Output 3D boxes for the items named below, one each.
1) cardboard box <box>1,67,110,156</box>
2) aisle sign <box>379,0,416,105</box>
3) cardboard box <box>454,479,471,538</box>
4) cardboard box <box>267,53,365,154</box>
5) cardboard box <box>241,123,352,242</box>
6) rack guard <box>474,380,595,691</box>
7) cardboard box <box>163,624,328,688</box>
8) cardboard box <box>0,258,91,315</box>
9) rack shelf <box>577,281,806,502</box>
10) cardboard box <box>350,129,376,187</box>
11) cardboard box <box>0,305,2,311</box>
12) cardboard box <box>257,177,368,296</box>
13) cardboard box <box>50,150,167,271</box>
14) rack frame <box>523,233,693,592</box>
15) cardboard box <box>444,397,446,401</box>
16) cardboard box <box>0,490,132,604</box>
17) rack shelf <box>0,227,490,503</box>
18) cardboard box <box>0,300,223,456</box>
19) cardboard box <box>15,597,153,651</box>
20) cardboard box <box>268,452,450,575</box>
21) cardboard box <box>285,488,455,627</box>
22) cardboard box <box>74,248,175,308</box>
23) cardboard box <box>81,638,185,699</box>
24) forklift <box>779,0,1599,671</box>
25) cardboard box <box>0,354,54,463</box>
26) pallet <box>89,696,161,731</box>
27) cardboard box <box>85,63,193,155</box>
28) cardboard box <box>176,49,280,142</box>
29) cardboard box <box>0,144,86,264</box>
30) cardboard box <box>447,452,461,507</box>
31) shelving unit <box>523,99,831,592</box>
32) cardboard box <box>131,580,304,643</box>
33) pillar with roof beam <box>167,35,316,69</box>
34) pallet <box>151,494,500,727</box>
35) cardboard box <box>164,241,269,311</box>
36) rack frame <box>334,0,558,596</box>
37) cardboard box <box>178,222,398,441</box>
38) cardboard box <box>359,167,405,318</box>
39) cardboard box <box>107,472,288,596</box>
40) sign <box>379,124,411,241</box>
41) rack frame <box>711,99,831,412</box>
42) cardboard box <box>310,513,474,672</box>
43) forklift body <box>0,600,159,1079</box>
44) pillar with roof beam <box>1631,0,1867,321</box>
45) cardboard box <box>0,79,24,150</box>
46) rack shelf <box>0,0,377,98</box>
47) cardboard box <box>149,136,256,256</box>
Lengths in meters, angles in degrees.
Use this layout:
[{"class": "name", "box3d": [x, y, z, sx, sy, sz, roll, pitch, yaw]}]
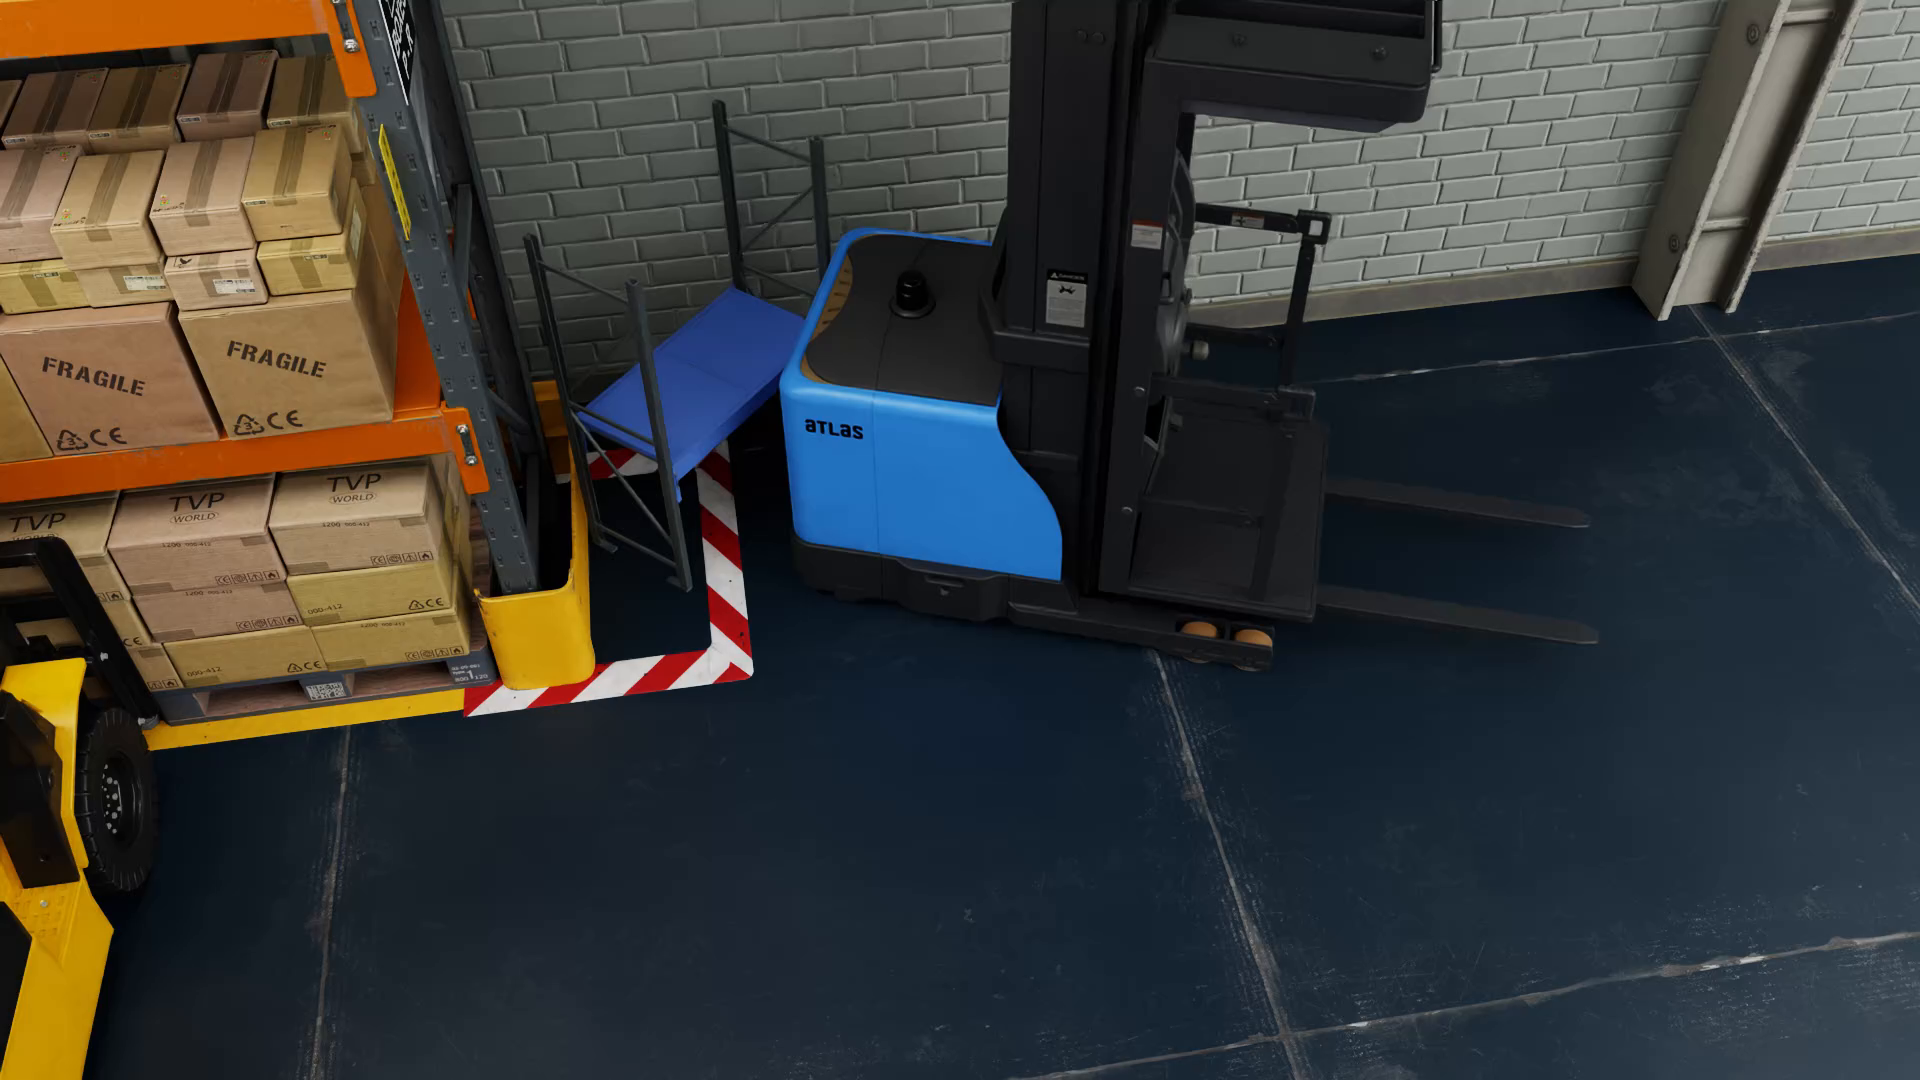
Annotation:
[{"class": "cardboard box", "box3d": [-2.797, -1.306, 5.199, 0.250, 0.149, 0.380, -7, 46, -7]}, {"class": "aisle sign", "box3d": [-1.547, -1.605, 4.408, 0.004, 0.787, 0.394, -7, 46, -7]}, {"class": "cardboard box", "box3d": [-2.179, -0.174, 6.452, 0.500, 0.250, 0.500, -7, 46, -7]}, {"class": "cardboard box", "box3d": [-2.030, -1.377, 5.267, 0.250, 0.149, 0.380, -8, 47, -8]}, {"class": "cardboard box", "box3d": [-1.979, -1.073, 4.975, 0.250, 0.149, 0.380, -7, 46, -7]}, {"class": "rack guard", "box3d": [-1.638, -0.039, 6.441, 0.348, 0.500, 1.175, -7, 46, -7]}, {"class": "cardboard box", "box3d": [-2.563, 0.241, 6.053, 0.500, 0.250, 0.500, -7, 46, -7]}, {"class": "cardboard box", "box3d": [-2.715, -0.859, 4.975, 0.250, 0.149, 0.380, -7, 47, -7]}, {"class": "rack shelf", "box3d": [-0.995, -0.604, 6.541, 0.538, 0.185, 1.000, 25, 51, 22]}, {"class": "cardboard box", "box3d": [-2.041, -1.306, 5.405, 0.250, 0.149, 0.380, -8, 47, -8]}, {"class": "cardboard box", "box3d": [-2.970, -0.792, 4.911, 0.250, 0.149, 0.380, -8, 47, -8]}, {"class": "cardboard box", "box3d": [-1.956, -0.922, 5.036, 0.250, 0.149, 0.380, -6, 46, -6]}, {"class": "cardboard box", "box3d": [-2.470, -0.969, 4.875, 0.250, 0.149, 0.380, -6, 46, -6]}, {"class": "rack frame", "box3d": [-1.272, -0.422, 6.115, 0.500, 1.500, 0.032, 25, 51, 22]}, {"class": "cardboard box", "box3d": [-2.168, -0.518, 6.089, 0.500, 0.250, 0.500, -8, 47, -7]}, {"class": "cardboard box", "box3d": [-3.060, -0.028, 5.618, 0.500, 0.250, 0.500, -7, 46, -6]}, {"class": "rack shelf", "box3d": [-3.633, -0.408, 5.560, 4.000, 0.370, 1.077, -7, 46, -7]}, {"class": "cardboard box", "box3d": [-2.615, -0.634, 5.209, 0.500, 0.500, 0.500, -6, 46, -6]}, {"class": "cardboard box", "box3d": [-3.090, 0.145, 5.798, 0.500, 0.250, 0.500, -8, 47, -8]}, {"class": "cardboard box", "box3d": [-2.063, -0.164, 5.749, 0.500, 0.250, 0.500, -6, 46, -5]}, {"class": "cardboard box", "box3d": [-2.088, 0.013, 5.925, 0.500, 0.250, 0.500, -8, 47, -7]}, {"class": "cardboard box", "box3d": [-2.469, -0.881, 4.996, 0.250, 0.149, 0.380, -6, 46, -6]}, {"class": "cardboard box", "box3d": [-3.057, 0.296, 6.000, 0.500, 0.250, 0.500, -7, 46, -6]}, {"class": "forklift", "box3d": [0.919, -0.943, 5.623, 3.031, 2.935, 1.130, 8, 47, 8]}, {"class": "cardboard box", "box3d": [-3.120, -0.571, 5.148, 0.500, 0.500, 0.500, -8, 47, -8]}, {"class": "pallet", "box3d": [-3.608, 0.335, 6.281, 1.213, 0.211, 1.003, -7, 46, -7]}, {"class": "cardboard box", "box3d": [-2.551, -1.326, 5.218, 0.250, 0.149, 0.380, -6, 46, -6]}, {"class": "cardboard box", "box3d": [-2.302, -1.389, 5.279, 0.250, 0.149, 0.380, -6, 46, -5]}, {"class": "cardboard box", "box3d": [-2.728, -0.992, 4.896, 0.250, 0.149, 0.380, -7, 46, -7]}, {"class": "cardboard box", "box3d": [-2.161, -0.358, 6.283, 0.500, 0.250, 0.500, -6, 46, -6]}, {"class": "shelving unit", "box3d": [-0.995, -0.729, 6.411, 0.538, 1.500, 1.048, 25, 51, 22]}, {"class": "cardboard box", "box3d": [-2.584, 0.067, 5.873, 0.500, 0.250, 0.500, -8, 47, -7]}, {"class": "pillar with roof beam", "box3d": [-1.768, -0.484, 0.968, 0.400, 9.000, 9.100, -7, 46, -7]}, {"class": "pallet", "box3d": [-2.409, 0.187, 6.423, 1.213, 0.211, 1.003, -7, 46, -7]}, {"class": "cardboard box", "box3d": [-2.203, -0.870, 4.985, 0.250, 0.149, 0.380, -6, 46, -6]}, {"class": "rack frame", "box3d": [-1.662, -0.904, 5.538, 0.127, 3.000, 1.000, -7, 46, -7]}, {"class": "cardboard box", "box3d": [-2.102, -0.692, 5.264, 0.500, 0.500, 0.500, -8, 47, -8]}, {"class": "cardboard box", "box3d": [-2.198, -1.075, 5.633, 0.500, 0.500, 0.500, -6, 46, -5]}, {"class": "cardboard box", "box3d": [-2.565, -0.097, 5.684, 0.500, 0.250, 0.500, -6, 46, -6]}, {"class": "sign", "box3d": [-1.583, -1.001, 4.663, 0.005, 0.325, 0.100, -7, 46, -7]}, {"class": "rack frame", "box3d": [-0.718, -1.036, 6.707, 0.500, 1.500, 0.032, 25, 51, 22]}, {"class": "cardboard box", "box3d": [-2.071, 0.187, 6.105, 0.500, 0.250, 0.500, -7, 46, -7]}, {"class": "forklift body", "box3d": [-3.220, 0.918, 4.372, 1.214, 2.155, 2.313, -7, 46, -7]}, {"class": "pillar with roof beam", "box3d": [4.144, -1.221, 1.678, 0.400, 9.000, 9.100, -7, 46, -7]}, {"class": "cardboard box", "box3d": [-3.053, -1.256, 5.151, 0.250, 0.149, 0.380, -6, 46, -6]}, {"class": "rack shelf", "box3d": [-3.633, -1.449, 4.480, 4.000, 0.370, 1.077, -7, 46, -7]}, {"class": "cardboard box", "box3d": [-2.217, -1.021, 4.924, 0.250, 0.149, 0.380, -7, 46, -7]}]
